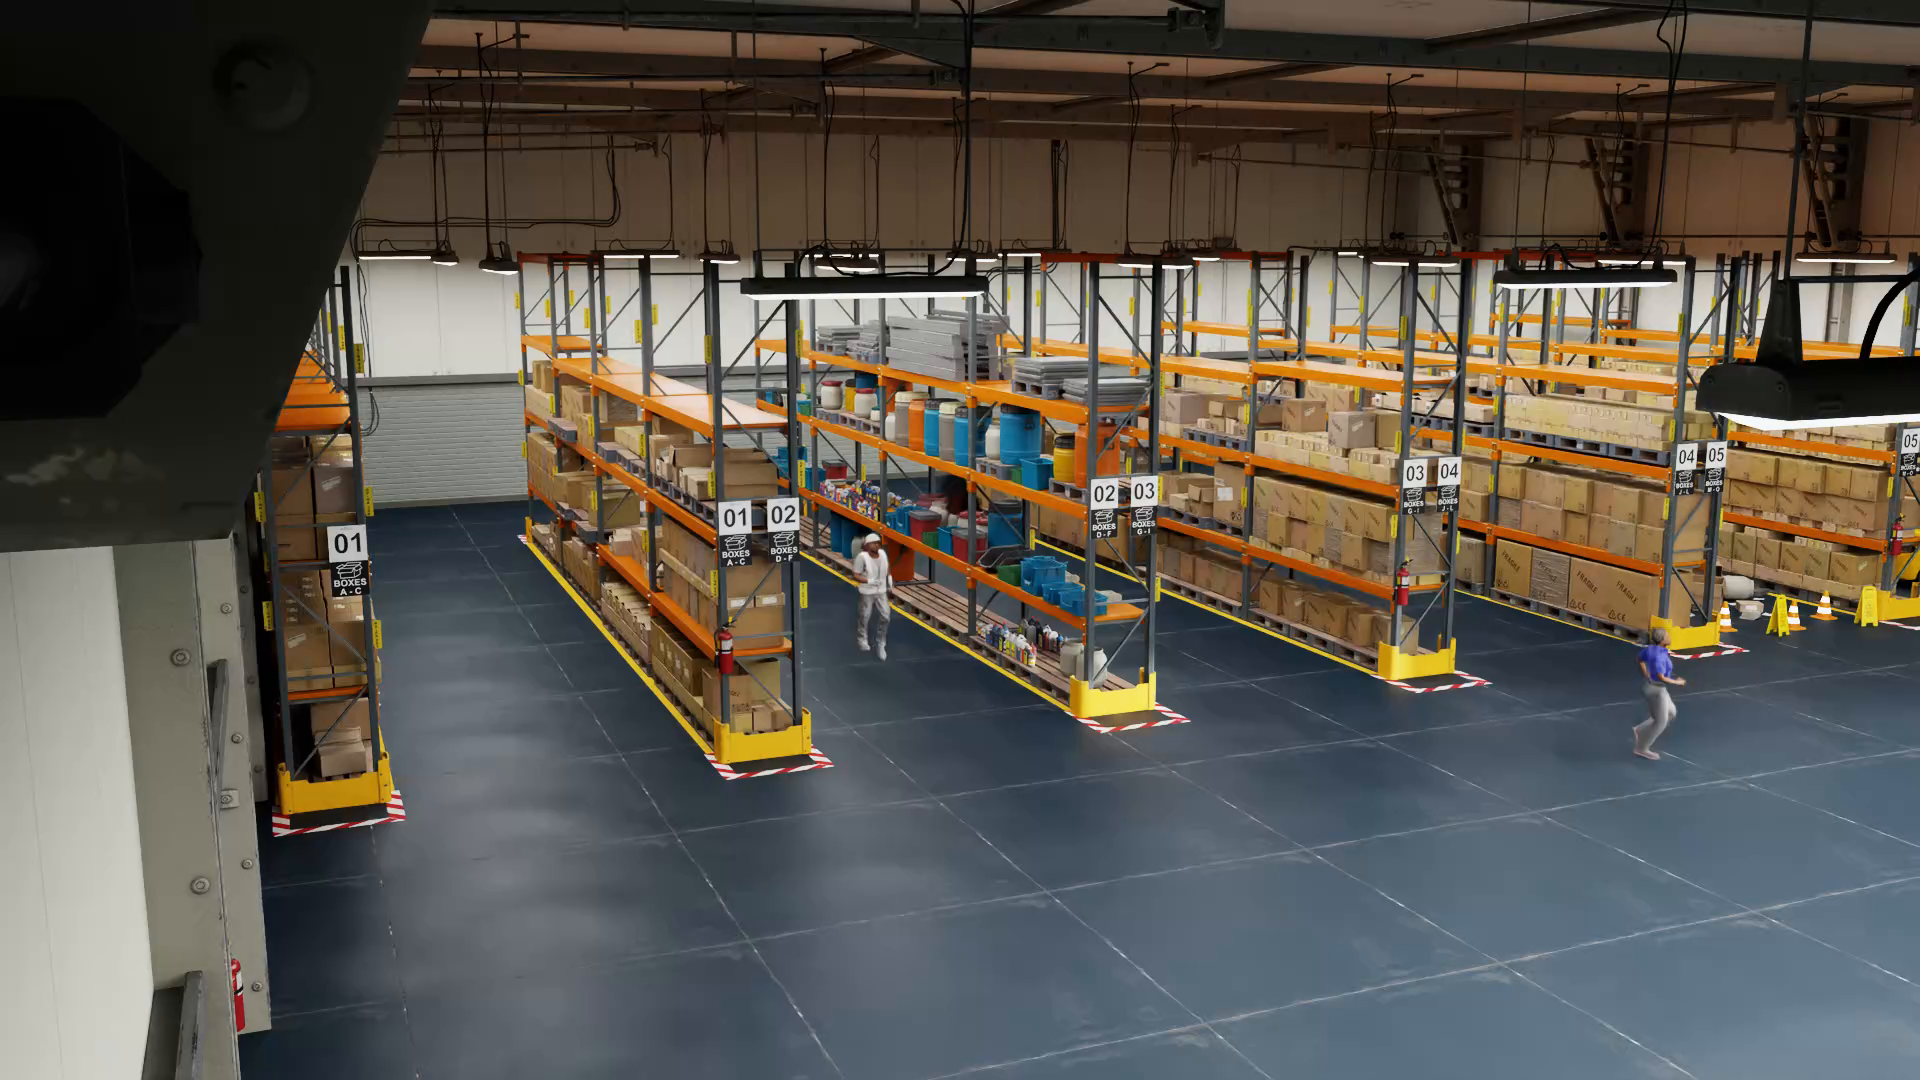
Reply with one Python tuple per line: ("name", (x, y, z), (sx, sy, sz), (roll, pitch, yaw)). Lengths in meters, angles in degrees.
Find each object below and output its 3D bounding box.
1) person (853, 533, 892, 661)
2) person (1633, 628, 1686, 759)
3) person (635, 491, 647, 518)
("person", (-1.224, 0.831, 24.148), (0.711, 1.889, 0.713), (-6, 12, -31))
("person", (8.565, 1.869, 20.321), (0.528, 1.624, 0.624), (2, 11, 12))
("person", (-6.642, -0.848, 34.949), (0.720, 1.740, 0.732), (-8, 13, -36))
